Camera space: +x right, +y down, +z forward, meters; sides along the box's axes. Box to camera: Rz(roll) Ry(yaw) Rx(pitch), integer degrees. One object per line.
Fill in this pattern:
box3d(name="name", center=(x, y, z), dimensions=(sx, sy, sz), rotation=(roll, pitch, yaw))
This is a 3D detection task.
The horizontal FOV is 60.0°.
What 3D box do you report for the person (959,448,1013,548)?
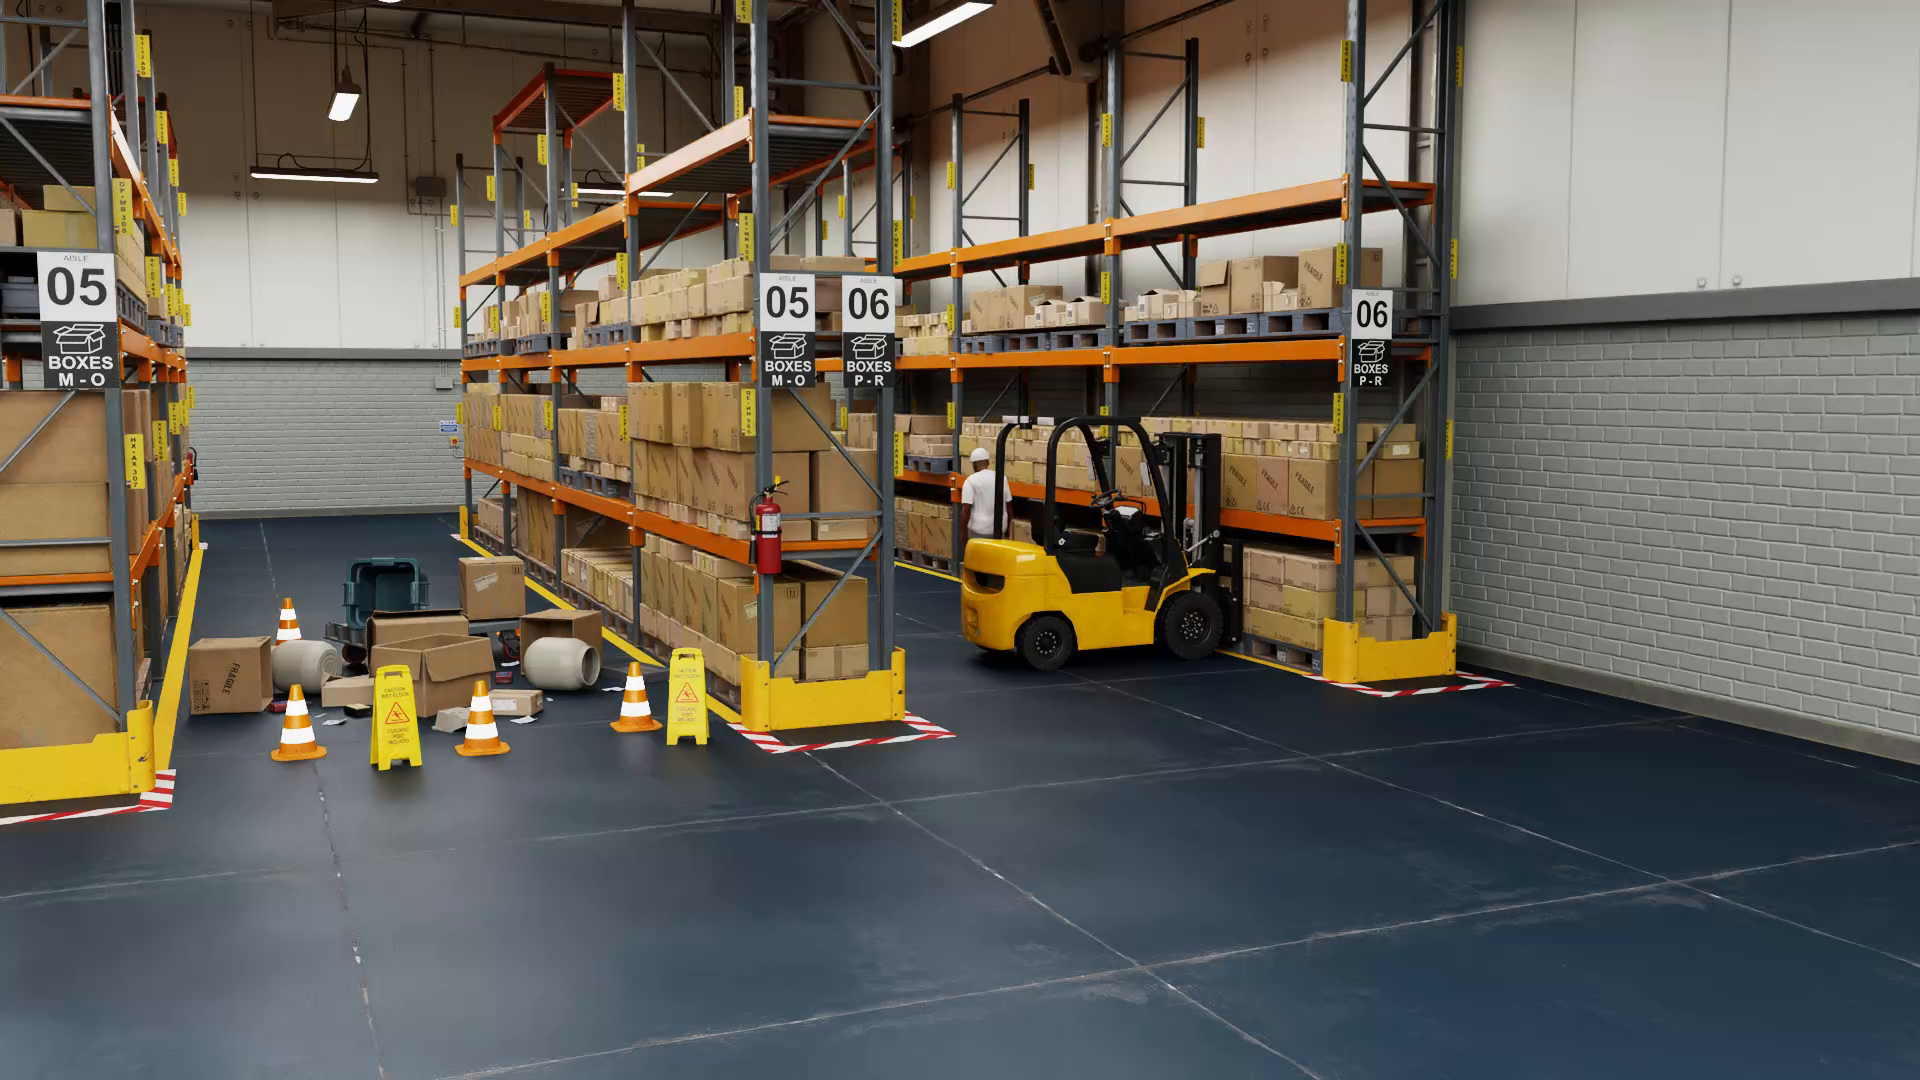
box3d(name="person", center=(0.268, -0.108, 17.832), dimensions=(0.629, 1.759, 0.458), rotation=(-3, 6, -27))
